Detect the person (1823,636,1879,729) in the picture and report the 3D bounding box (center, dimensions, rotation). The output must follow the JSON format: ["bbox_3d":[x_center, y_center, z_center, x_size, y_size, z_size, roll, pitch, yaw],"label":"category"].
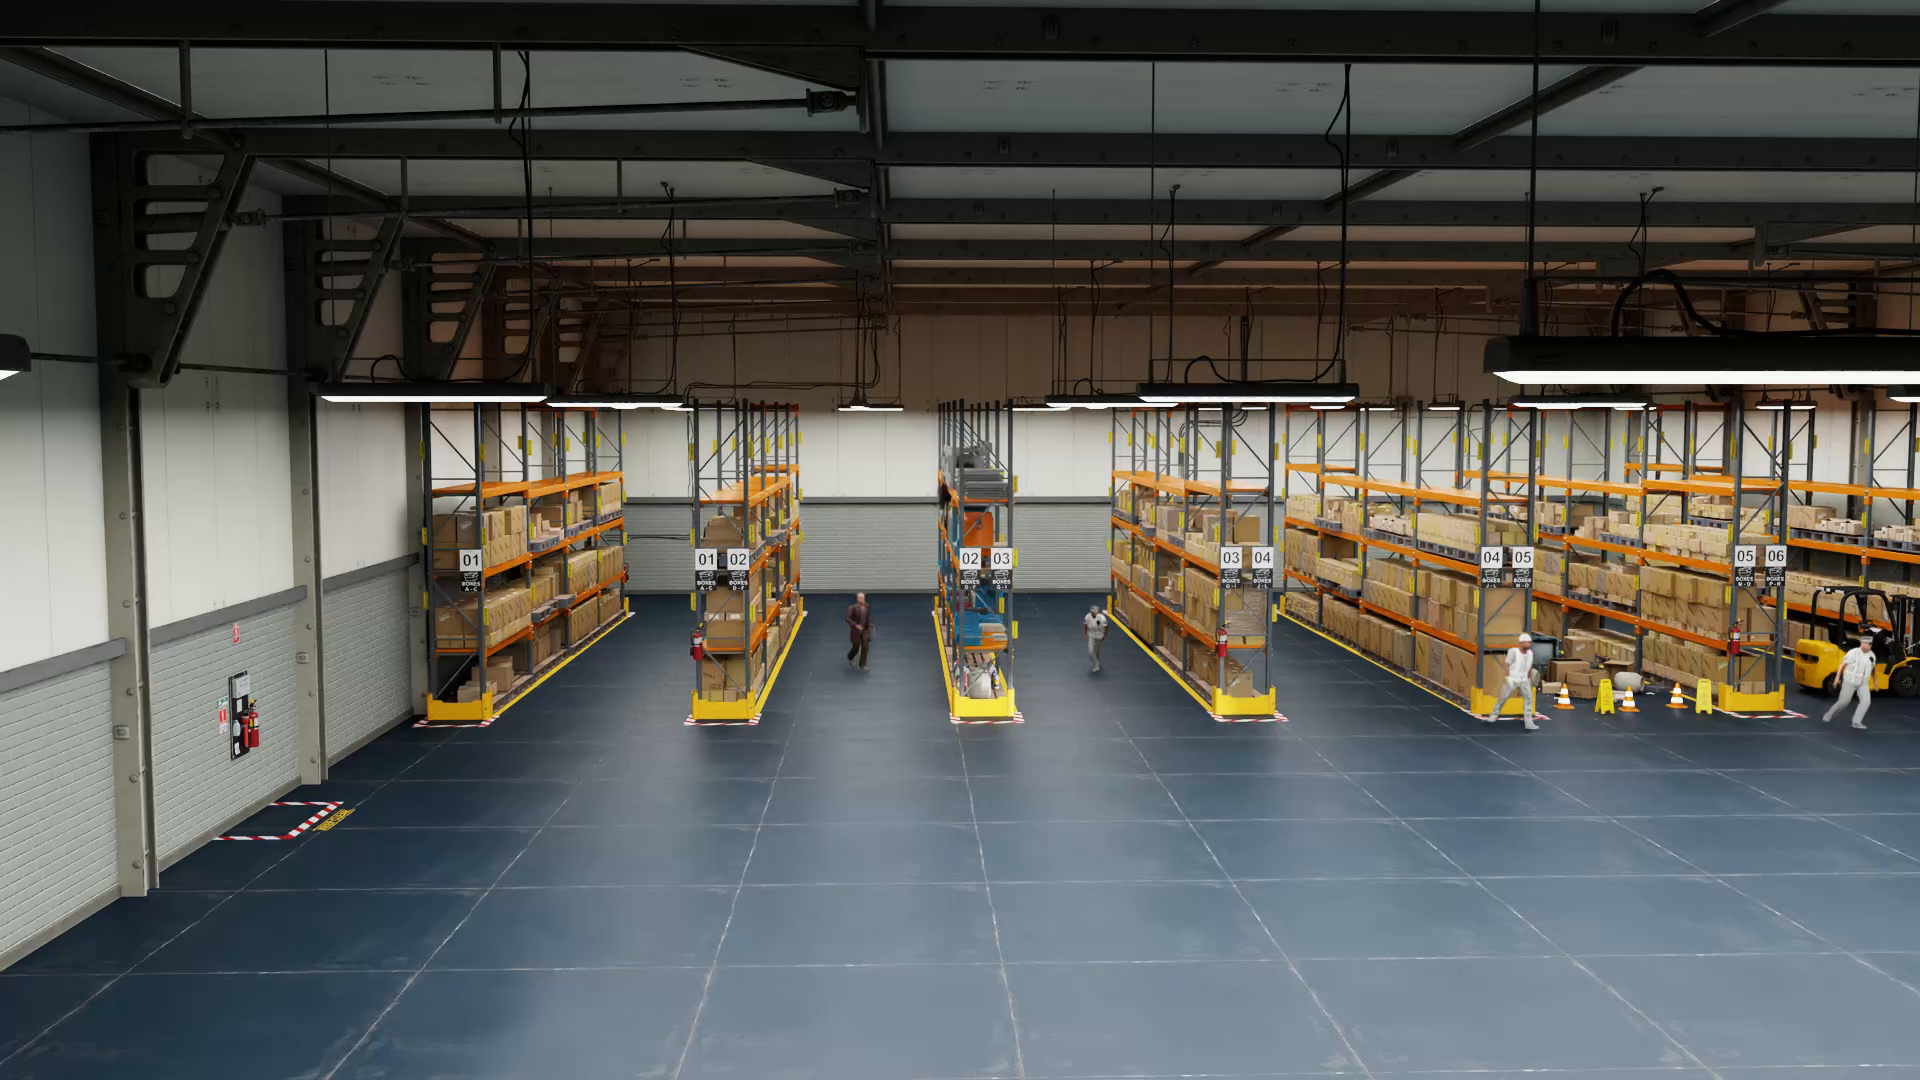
[{"bbox_3d":[16.281,2.563,30.376,0.744,1.700,0.749,-1,4,-9],"label":"person"}]

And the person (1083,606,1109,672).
[{"bbox_3d":[3.048,2.175,37.119,0.570,1.490,0.992,1,4,11],"label":"person"}]

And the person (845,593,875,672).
[{"bbox_3d":[-2.284,2.038,37.153,0.700,1.741,0.923,-2,5,-25],"label":"person"}]

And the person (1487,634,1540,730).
[{"bbox_3d":[10.131,2.556,30.310,0.704,1.720,0.995,-2,5,-21],"label":"person"}]
